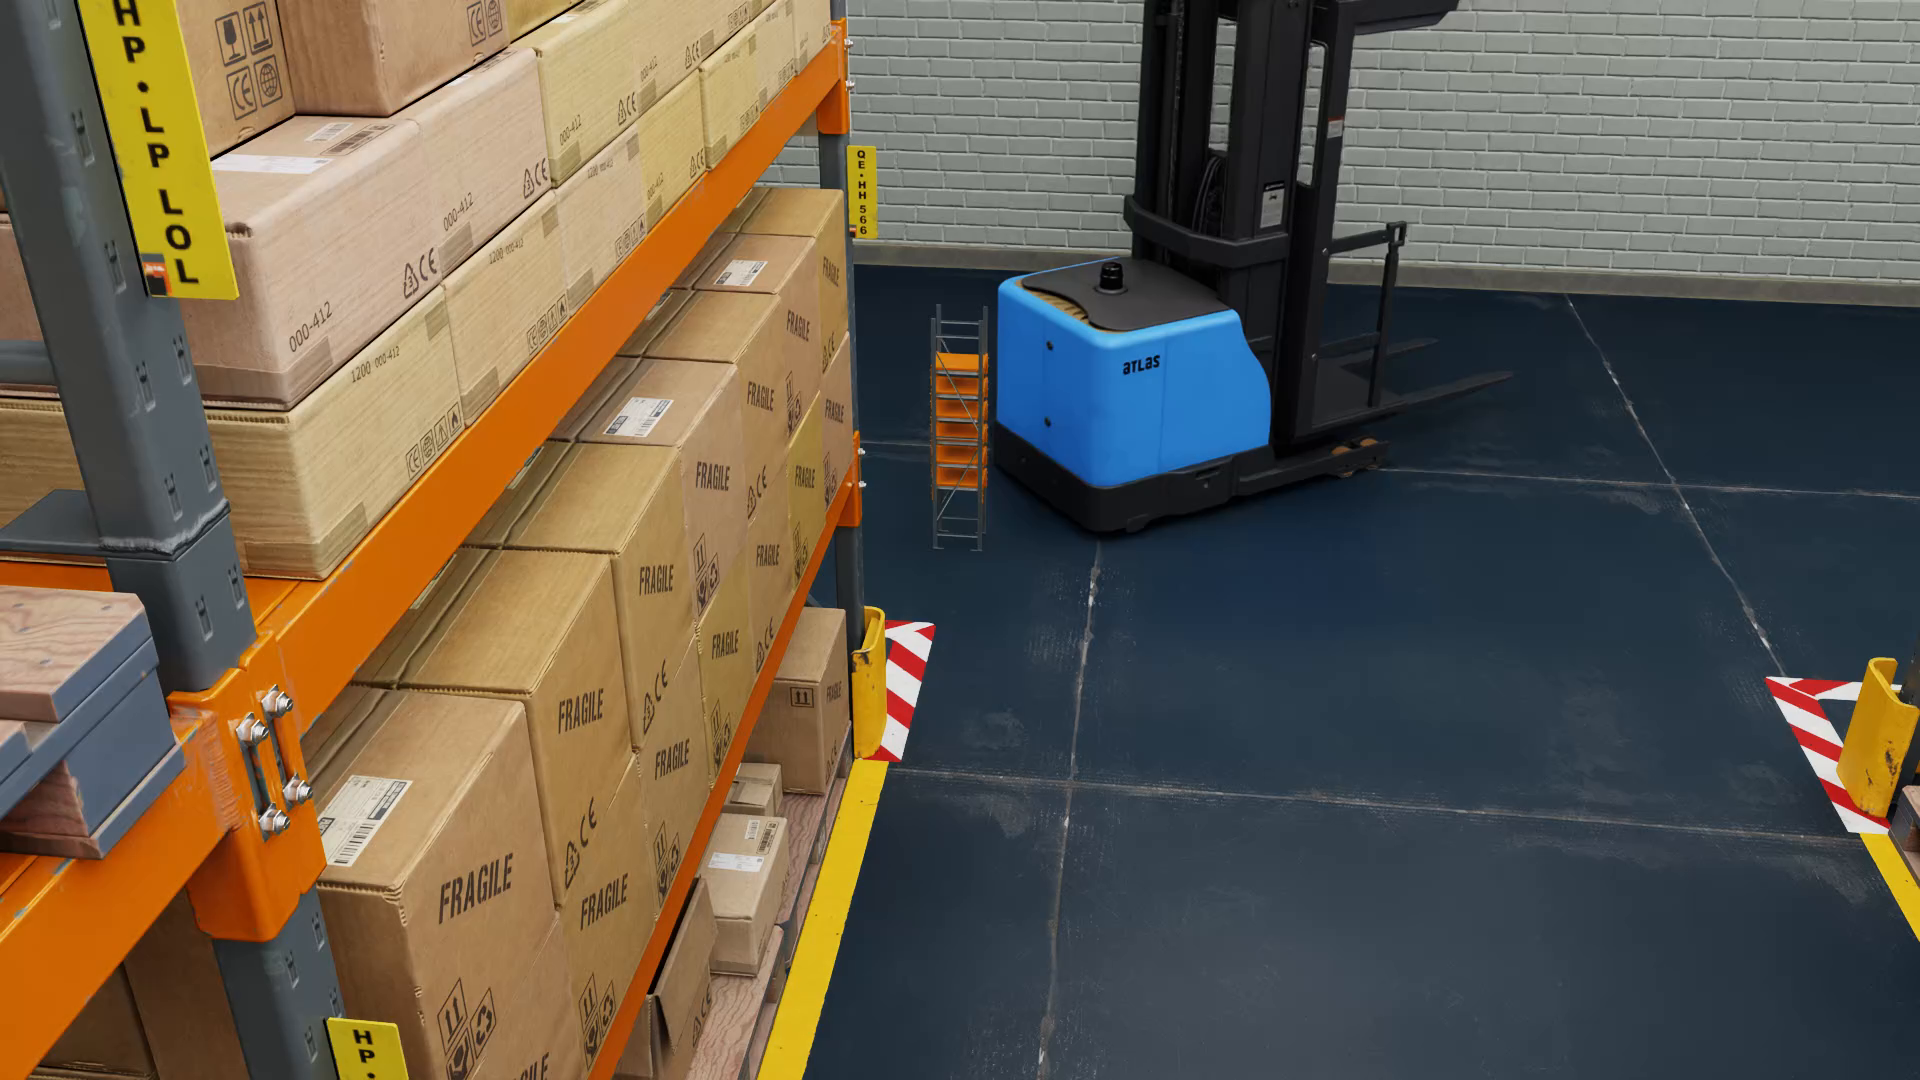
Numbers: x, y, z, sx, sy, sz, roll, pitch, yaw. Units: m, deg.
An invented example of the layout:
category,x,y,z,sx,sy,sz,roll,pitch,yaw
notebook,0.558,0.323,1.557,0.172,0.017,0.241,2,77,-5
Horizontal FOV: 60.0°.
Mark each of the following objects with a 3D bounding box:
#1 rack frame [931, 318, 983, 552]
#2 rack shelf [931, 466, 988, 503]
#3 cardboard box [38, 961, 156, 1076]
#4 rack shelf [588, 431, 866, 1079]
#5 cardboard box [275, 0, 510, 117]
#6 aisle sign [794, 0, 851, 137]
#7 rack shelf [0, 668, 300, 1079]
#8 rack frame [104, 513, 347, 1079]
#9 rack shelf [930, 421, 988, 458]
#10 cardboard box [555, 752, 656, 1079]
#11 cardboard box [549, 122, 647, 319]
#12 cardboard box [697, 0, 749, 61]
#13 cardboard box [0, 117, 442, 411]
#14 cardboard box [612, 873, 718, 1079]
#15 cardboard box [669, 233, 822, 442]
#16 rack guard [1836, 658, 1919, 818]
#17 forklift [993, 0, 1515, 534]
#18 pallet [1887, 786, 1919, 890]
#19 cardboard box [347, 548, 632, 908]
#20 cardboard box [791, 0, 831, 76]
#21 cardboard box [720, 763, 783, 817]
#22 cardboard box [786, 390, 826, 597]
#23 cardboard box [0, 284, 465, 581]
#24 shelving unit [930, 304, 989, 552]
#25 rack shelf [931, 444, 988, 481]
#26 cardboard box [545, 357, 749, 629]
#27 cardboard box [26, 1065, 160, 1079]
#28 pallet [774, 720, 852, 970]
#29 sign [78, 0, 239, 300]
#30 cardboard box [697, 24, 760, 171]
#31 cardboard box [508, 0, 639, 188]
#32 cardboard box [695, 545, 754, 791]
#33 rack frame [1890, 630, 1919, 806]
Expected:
category,x,y,z,sx,sy,sz,roll,pitch,yaw
rack frame,-0.013,-0.478,7.873,0.240,1.200,0.006,3,28,6
rack shelf,-0.002,-0.271,8.088,0.258,0.103,0.180,3,28,6
cardboard box,-1.571,0.549,2.909,0.500,0.500,0.500,3,29,6
rack shelf,-1.131,0.661,4.618,1.077,0.370,4.000,3,28,6
cardboard box,-1.152,-0.977,2.578,0.700,0.500,0.500,3,28,6
aisle sign,-0.574,-1.755,5.605,0.394,0.787,0.004,3,28,6
rack shelf,-1.621,1.224,0.412,1.077,0.370,4.000,3,28,6
rack frame,-1.376,1.286,2.700,1.000,3.000,0.127,3,28,6
rack shelf,-0.002,-0.482,7.974,0.258,0.103,0.180,3,28,6
cardboard box,-0.984,0.777,3.540,0.500,0.500,0.500,4,29,7
cardboard box,-0.943,-0.653,3.295,0.500,0.250,0.500,3,28,6
cardboard box,-0.822,-1.344,4.051,0.500,0.250,0.500,3,28,6
cardboard box,-1.070,-0.403,2.304,0.500,0.250,0.500,3,28,6
cardboard box,-1.151,1.307,4.830,0.797,0.503,0.637,3,28,6
cardboard box,-0.729,-0.618,5.074,0.500,0.500,0.500,4,29,8
rack guard,4.020,0.781,6.273,1.175,0.500,0.348,3,28,6
forklift,1.712,-1.822,8.542,3.031,2.935,1.130,-15,32,-26
pallet,3.890,1.307,5.602,1.003,0.211,1.213,3,28,6
cardboard box,-0.976,0.354,3.271,0.500,0.500,0.500,2,28,5
cardboard box,-0.687,-1.594,5.042,0.500,0.250,0.500,3,28,6
cardboard box,-0.847,0.913,5.917,0.380,0.166,0.250,3,28,6
cardboard box,-0.731,-0.170,5.297,0.500,0.500,0.500,4,29,7
cardboard box,-1.071,-0.183,2.422,0.500,0.250,0.500,3,28,6
shelving unit,-0.002,-0.521,7.953,0.258,1.200,0.189,3,28,6
rack shelf,-0.002,-0.377,8.031,0.258,0.103,0.180,3,28,6
cardboard box,-0.851,-0.131,4.172,0.500,0.500,0.500,4,29,8
cardboard box,-1.570,0.992,3.141,0.500,0.500,0.500,4,29,7
pallet,-0.992,1.042,6.093,1.003,0.211,1.213,3,28,6
sign,-0.825,-0.405,1.716,0.100,0.325,0.005,3,28,6
cardboard box,-0.808,-1.123,4.168,0.500,0.250,0.500,3,28,6
cardboard box,-0.938,-0.873,3.176,0.500,0.250,0.500,3,28,6
cardboard box,-0.859,0.302,4.421,0.500,0.500,0.500,3,28,5
rack frame,4.030,-0.307,5.657,1.000,3.000,0.127,3,28,6
